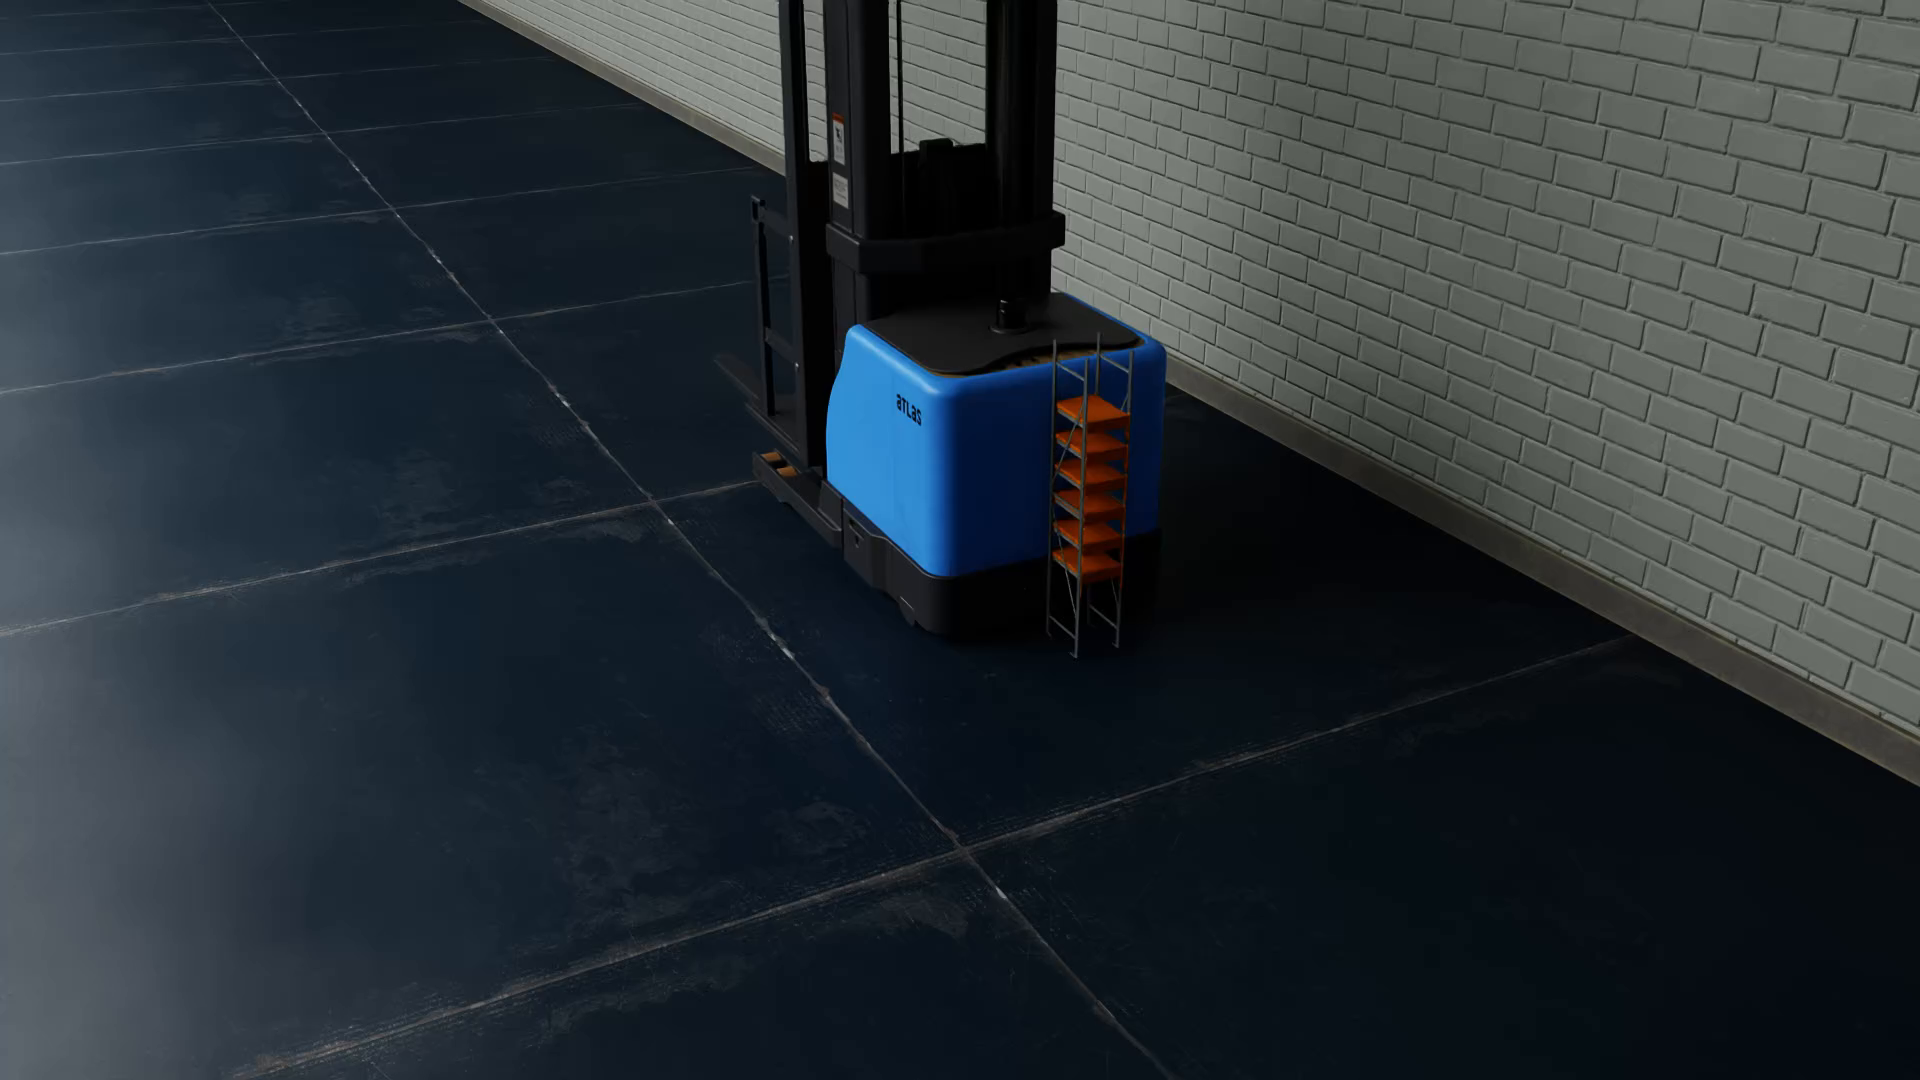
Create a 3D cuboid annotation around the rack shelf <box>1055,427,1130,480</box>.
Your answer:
[{"bbox_3d":[0.474,-0.328,6.077,0.180,0.103,0.258,-12,28,-24],"label":"rack shelf"}]

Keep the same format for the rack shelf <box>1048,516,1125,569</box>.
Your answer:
[{"bbox_3d":[0.473,-0.004,6.234,0.180,0.103,0.258,-12,28,-24],"label":"rack shelf"}]

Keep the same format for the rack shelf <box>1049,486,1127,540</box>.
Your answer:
[{"bbox_3d":[0.473,-0.112,6.182,0.180,0.103,0.258,-12,28,-24],"label":"rack shelf"}]

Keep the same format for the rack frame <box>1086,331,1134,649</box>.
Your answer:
[{"bbox_3d":[0.555,-0.170,6.200,0.006,1.200,0.240,-12,28,-24],"label":"rack frame"}]

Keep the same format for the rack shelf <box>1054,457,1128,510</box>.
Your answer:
[{"bbox_3d":[0.473,-0.220,6.129,0.180,0.103,0.258,-12,28,-24],"label":"rack shelf"}]

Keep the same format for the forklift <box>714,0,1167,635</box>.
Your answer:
[{"bbox_3d":[-0.310,-1.567,7.111,1.130,2.935,3.031,-12,28,-24],"label":"forklift"}]

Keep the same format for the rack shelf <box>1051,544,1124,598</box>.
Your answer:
[{"bbox_3d":[0.473,0.104,6.286,0.180,0.103,0.258,-12,28,-24],"label":"rack shelf"}]

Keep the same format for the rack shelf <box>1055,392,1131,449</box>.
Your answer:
[{"bbox_3d":[0.474,-0.436,6.025,0.180,0.103,0.258,-12,28,-24],"label":"rack shelf"}]

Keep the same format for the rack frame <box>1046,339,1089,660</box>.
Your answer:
[{"bbox_3d":[0.392,-0.134,6.125,0.006,1.200,0.240,-12,28,-24],"label":"rack frame"}]

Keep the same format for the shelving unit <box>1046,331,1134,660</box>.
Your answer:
[{"bbox_3d":[0.473,-0.152,6.162,0.189,1.200,0.258,-12,28,-24],"label":"shelving unit"}]
